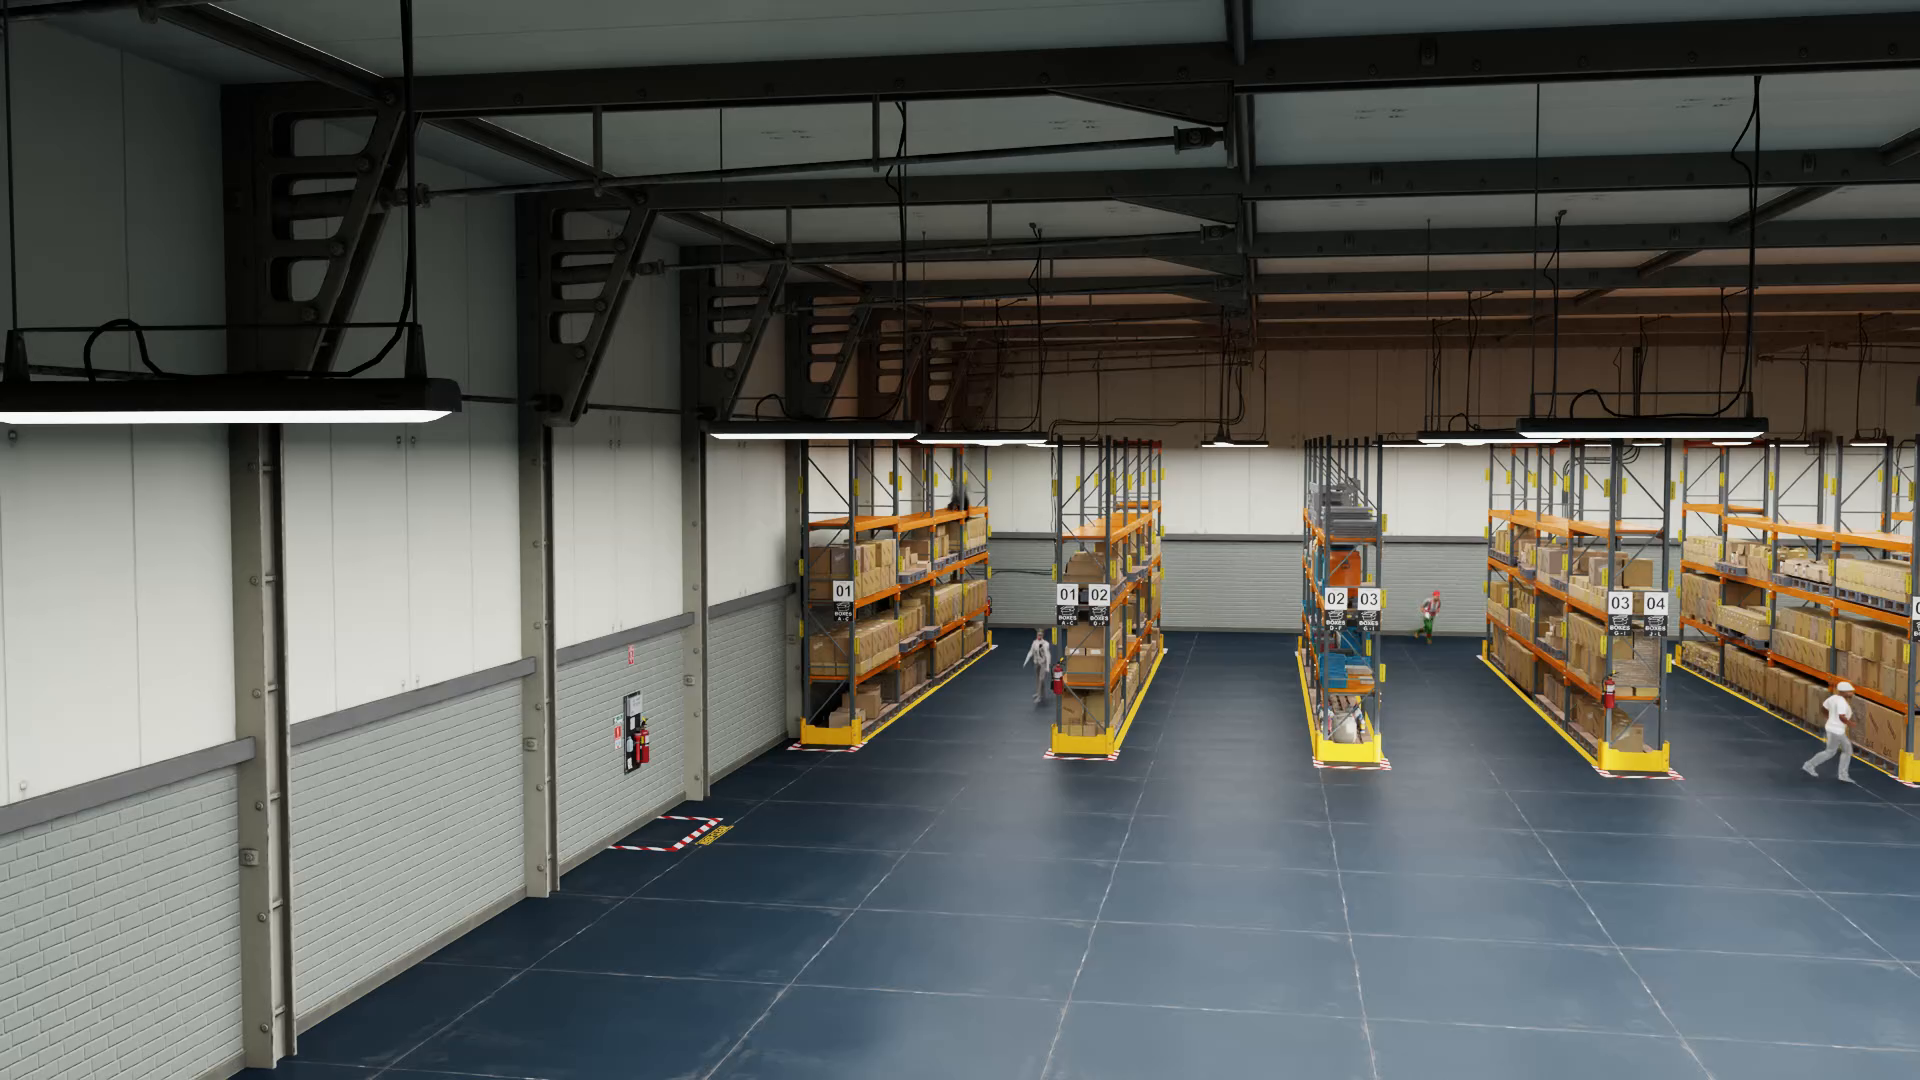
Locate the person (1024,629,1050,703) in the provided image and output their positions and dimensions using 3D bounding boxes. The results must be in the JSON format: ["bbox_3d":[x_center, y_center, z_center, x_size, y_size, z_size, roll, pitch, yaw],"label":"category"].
[{"bbox_3d":[1.801,2.852,38.023,0.652,1.658,0.745,3,4,44],"label":"person"}]

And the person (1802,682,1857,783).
[{"bbox_3d":[14.990,3.301,28.628,0.834,1.743,0.667,2,3,26],"label":"person"}]

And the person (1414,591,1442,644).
[{"bbox_3d":[13.848,2.271,49.198,0.642,1.590,1.067,-1,3,-24],"label":"person"}]
